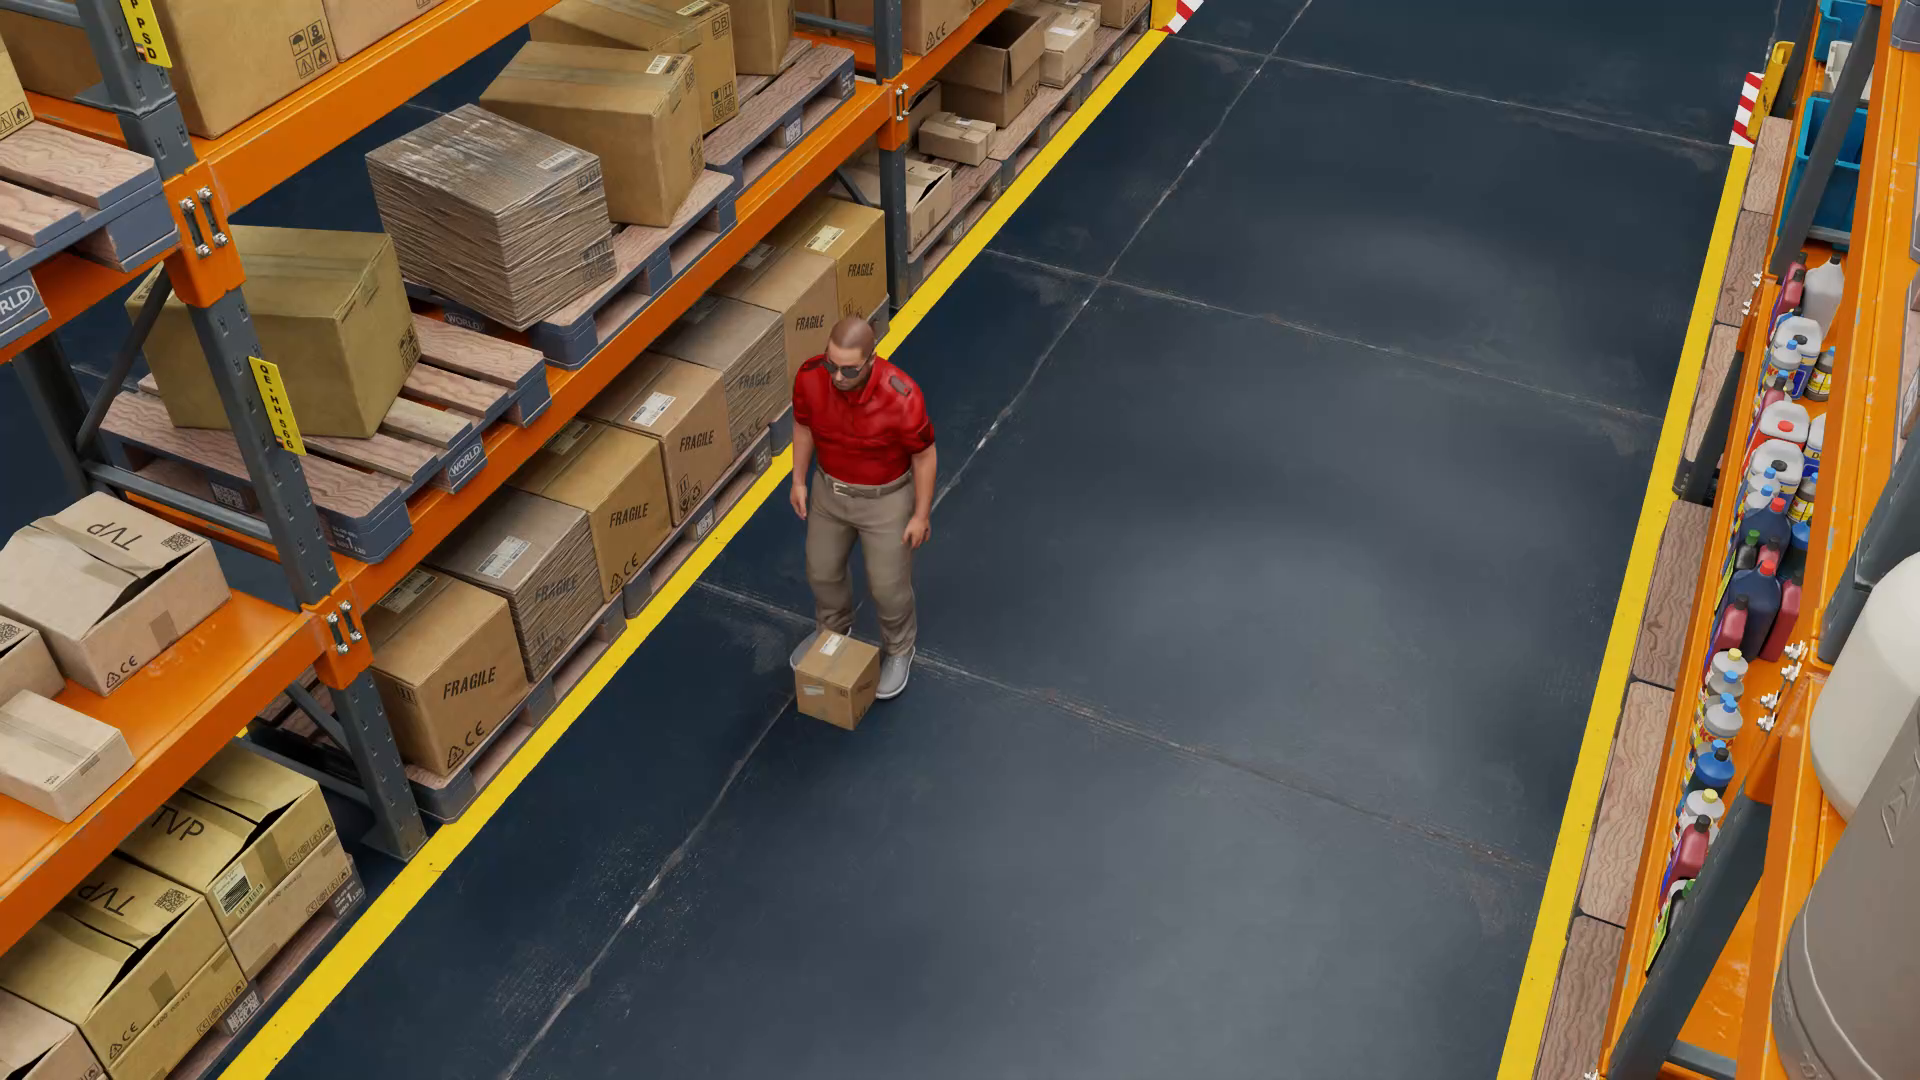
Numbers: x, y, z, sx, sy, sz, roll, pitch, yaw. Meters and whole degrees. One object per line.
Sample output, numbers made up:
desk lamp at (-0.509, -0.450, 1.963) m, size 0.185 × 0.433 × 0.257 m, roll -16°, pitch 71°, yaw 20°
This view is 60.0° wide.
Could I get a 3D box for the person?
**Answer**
person at (-0.380, -0.148, 6.337) m, size 0.590 × 1.725 × 0.393 m, roll 16°, pitch 44°, yaw 17°
